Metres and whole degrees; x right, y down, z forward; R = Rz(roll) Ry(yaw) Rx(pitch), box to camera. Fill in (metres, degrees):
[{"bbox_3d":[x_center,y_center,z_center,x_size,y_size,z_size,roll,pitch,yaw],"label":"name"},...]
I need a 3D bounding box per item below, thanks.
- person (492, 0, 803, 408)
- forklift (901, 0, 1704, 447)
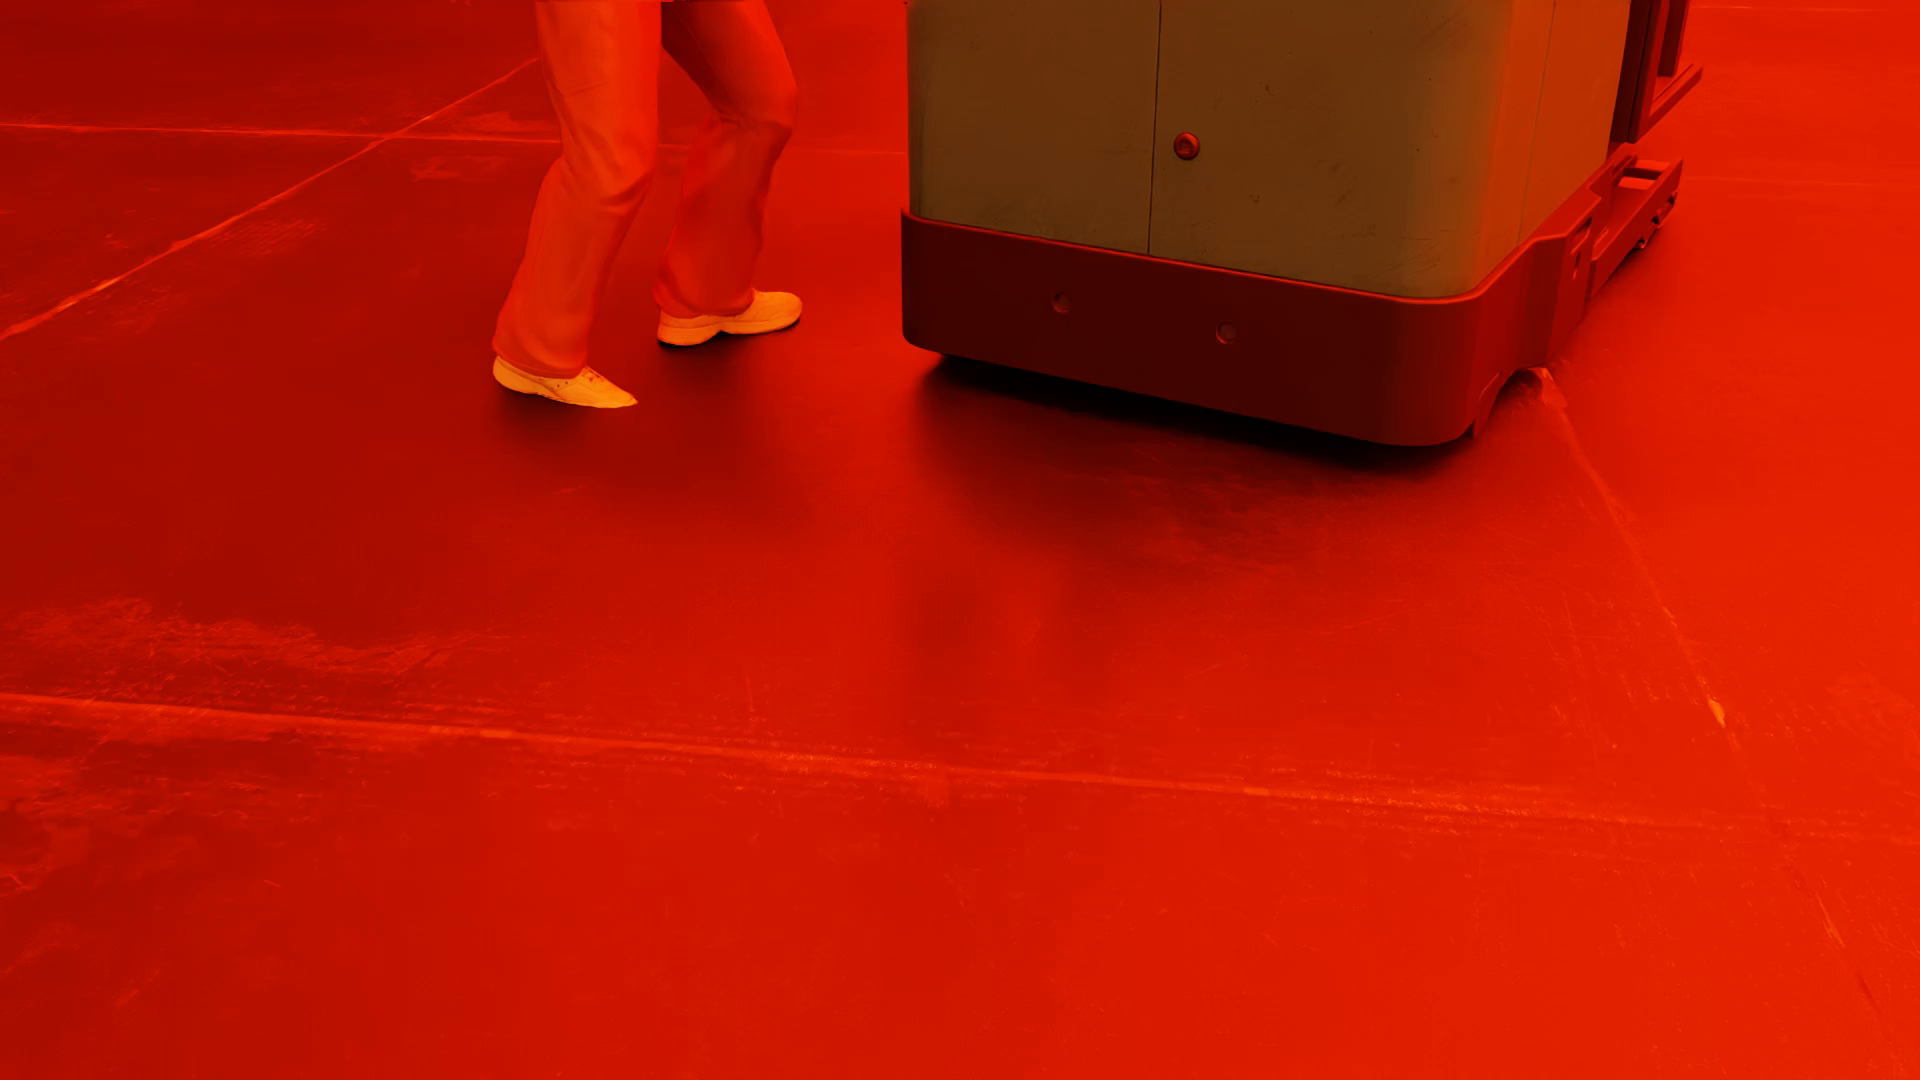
[{"bbox_3d":[-0.599,-1.016,2.772,0.443,1.648,0.814,12,29,23],"label":"person"},{"bbox_3d":[1.078,-2.077,3.380,1.130,2.935,3.031,15,30,27],"label":"forklift"}]
